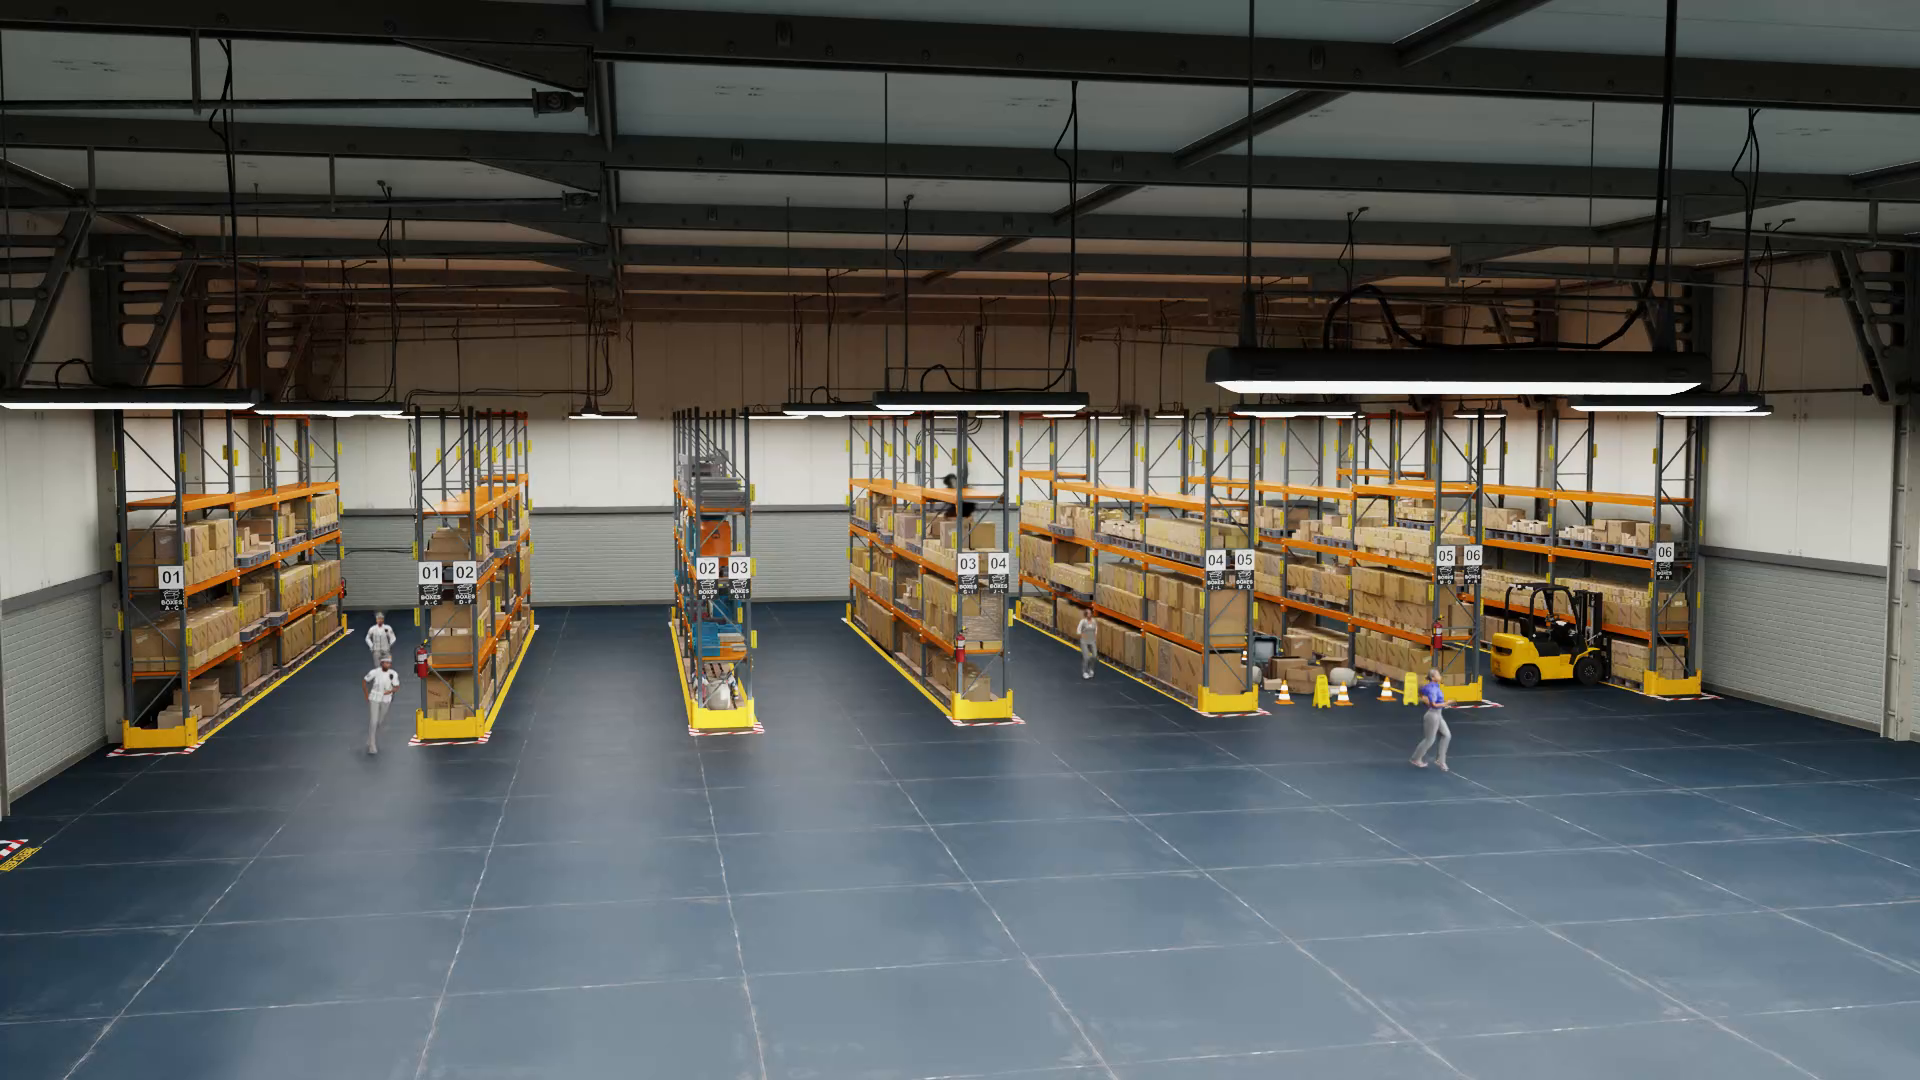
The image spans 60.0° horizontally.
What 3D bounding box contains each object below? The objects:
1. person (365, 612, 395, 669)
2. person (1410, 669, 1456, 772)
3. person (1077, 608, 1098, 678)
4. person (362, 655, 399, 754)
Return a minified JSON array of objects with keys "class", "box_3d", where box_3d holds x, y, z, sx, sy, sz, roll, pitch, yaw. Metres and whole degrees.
[{"class":"person","box_3d":[-12.429,2.361,35.673,0.614,1.647,0.580,-1,4,-20]},{"class":"person","box_3d":[7.765,2.966,27.261,0.714,1.706,0.556,2,4,24]},{"class":"person","box_3d":[2.855,2.302,36.954,0.541,1.568,0.604,-1,4,-15]},{"class":"person","box_3d":[-10.111,2.817,29.045,0.631,1.645,0.921,-3,5,-35]}]
